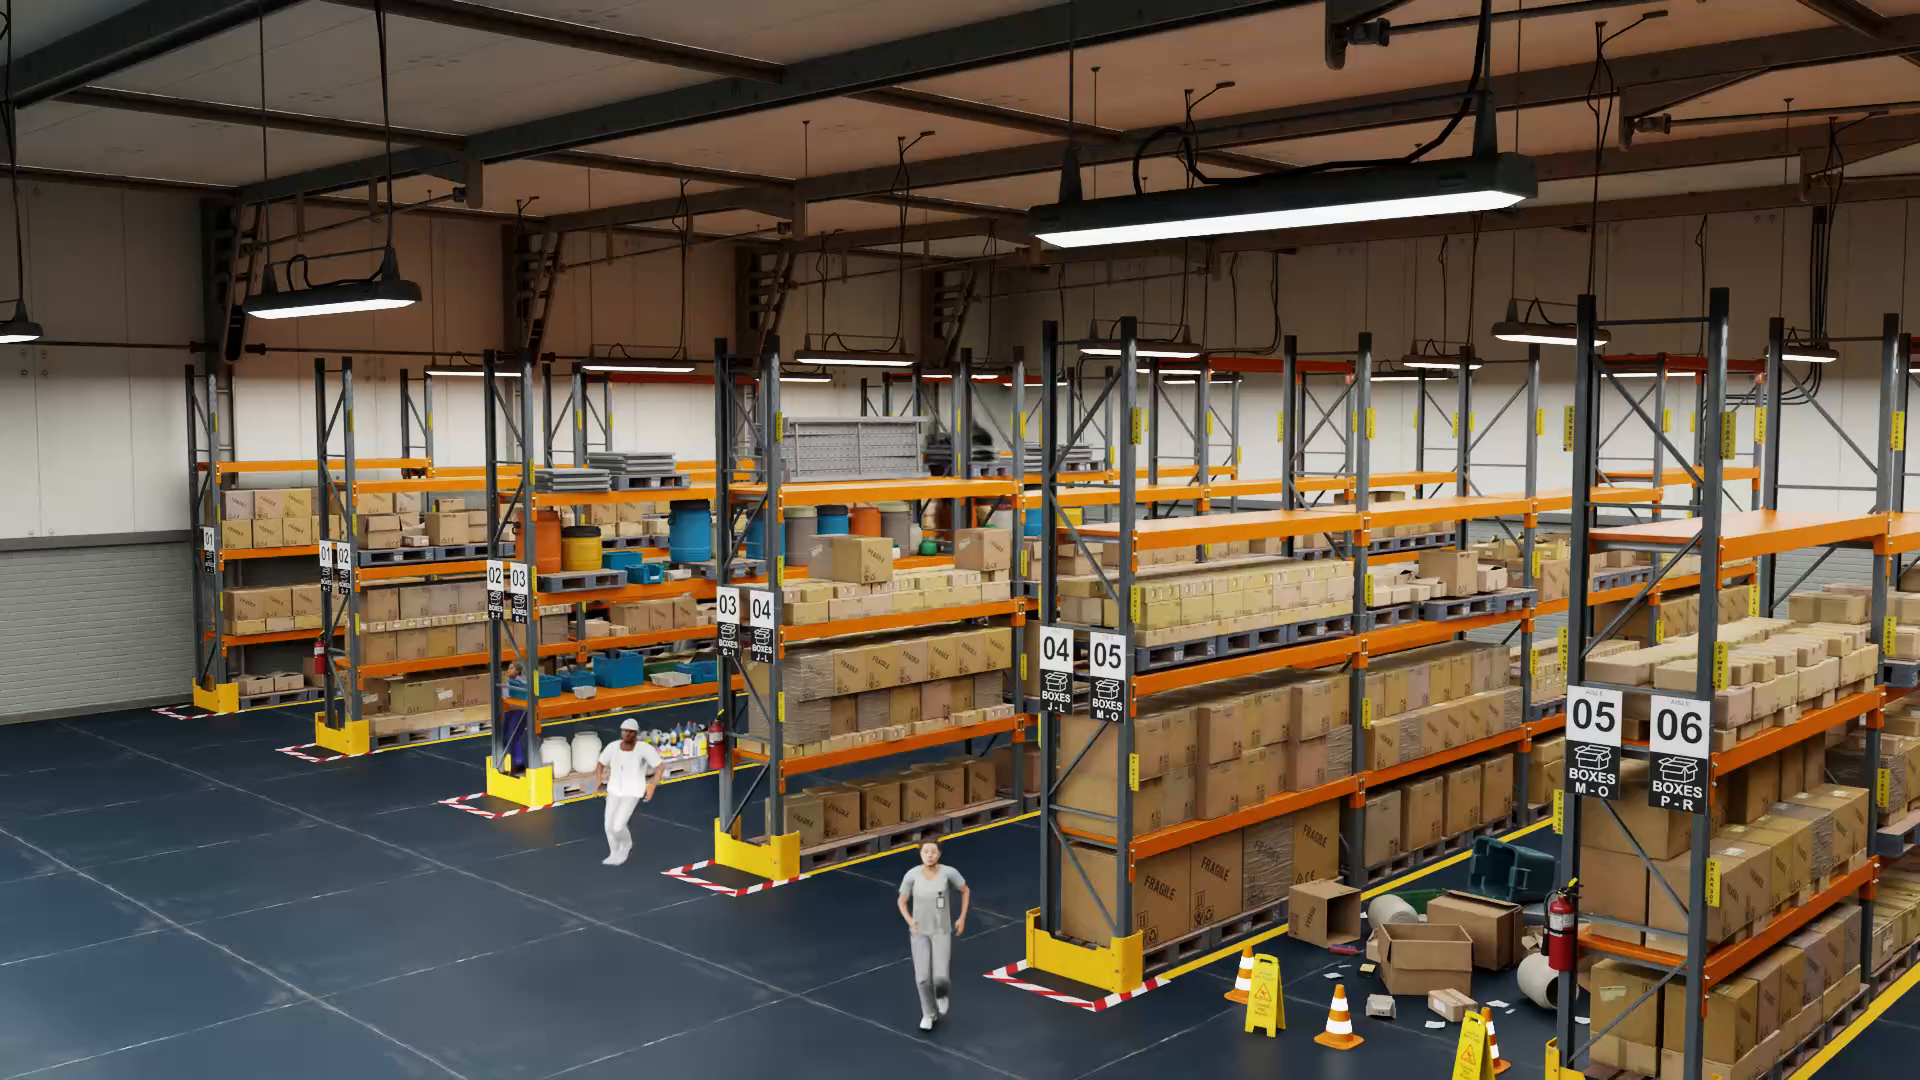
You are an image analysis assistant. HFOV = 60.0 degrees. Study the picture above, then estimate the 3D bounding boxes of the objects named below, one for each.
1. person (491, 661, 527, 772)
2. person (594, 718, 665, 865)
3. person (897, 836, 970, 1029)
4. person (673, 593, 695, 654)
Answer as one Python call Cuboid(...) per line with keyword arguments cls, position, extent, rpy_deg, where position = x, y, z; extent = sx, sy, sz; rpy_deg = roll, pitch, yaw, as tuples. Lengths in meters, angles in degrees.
Cuboid(cls="person", position=(-6.460, 2.547, 23.936), extent=(0.611, 1.599, 0.530), rpy_deg=(2, 5, 28))
Cuboid(cls="person", position=(-3.796, 2.866, 18.820), extent=(0.767, 1.709, 0.567), rpy_deg=(1, 5, 17))
Cuboid(cls="person", position=(-0.224, 3.285, 13.911), extent=(0.602, 1.630, 0.585), rpy_deg=(0, 4, 2))
Cuboid(cls="person", position=(-5.392, 1.857, 32.730), extent=(0.608, 1.630, 0.552), rpy_deg=(2, 5, 30))
